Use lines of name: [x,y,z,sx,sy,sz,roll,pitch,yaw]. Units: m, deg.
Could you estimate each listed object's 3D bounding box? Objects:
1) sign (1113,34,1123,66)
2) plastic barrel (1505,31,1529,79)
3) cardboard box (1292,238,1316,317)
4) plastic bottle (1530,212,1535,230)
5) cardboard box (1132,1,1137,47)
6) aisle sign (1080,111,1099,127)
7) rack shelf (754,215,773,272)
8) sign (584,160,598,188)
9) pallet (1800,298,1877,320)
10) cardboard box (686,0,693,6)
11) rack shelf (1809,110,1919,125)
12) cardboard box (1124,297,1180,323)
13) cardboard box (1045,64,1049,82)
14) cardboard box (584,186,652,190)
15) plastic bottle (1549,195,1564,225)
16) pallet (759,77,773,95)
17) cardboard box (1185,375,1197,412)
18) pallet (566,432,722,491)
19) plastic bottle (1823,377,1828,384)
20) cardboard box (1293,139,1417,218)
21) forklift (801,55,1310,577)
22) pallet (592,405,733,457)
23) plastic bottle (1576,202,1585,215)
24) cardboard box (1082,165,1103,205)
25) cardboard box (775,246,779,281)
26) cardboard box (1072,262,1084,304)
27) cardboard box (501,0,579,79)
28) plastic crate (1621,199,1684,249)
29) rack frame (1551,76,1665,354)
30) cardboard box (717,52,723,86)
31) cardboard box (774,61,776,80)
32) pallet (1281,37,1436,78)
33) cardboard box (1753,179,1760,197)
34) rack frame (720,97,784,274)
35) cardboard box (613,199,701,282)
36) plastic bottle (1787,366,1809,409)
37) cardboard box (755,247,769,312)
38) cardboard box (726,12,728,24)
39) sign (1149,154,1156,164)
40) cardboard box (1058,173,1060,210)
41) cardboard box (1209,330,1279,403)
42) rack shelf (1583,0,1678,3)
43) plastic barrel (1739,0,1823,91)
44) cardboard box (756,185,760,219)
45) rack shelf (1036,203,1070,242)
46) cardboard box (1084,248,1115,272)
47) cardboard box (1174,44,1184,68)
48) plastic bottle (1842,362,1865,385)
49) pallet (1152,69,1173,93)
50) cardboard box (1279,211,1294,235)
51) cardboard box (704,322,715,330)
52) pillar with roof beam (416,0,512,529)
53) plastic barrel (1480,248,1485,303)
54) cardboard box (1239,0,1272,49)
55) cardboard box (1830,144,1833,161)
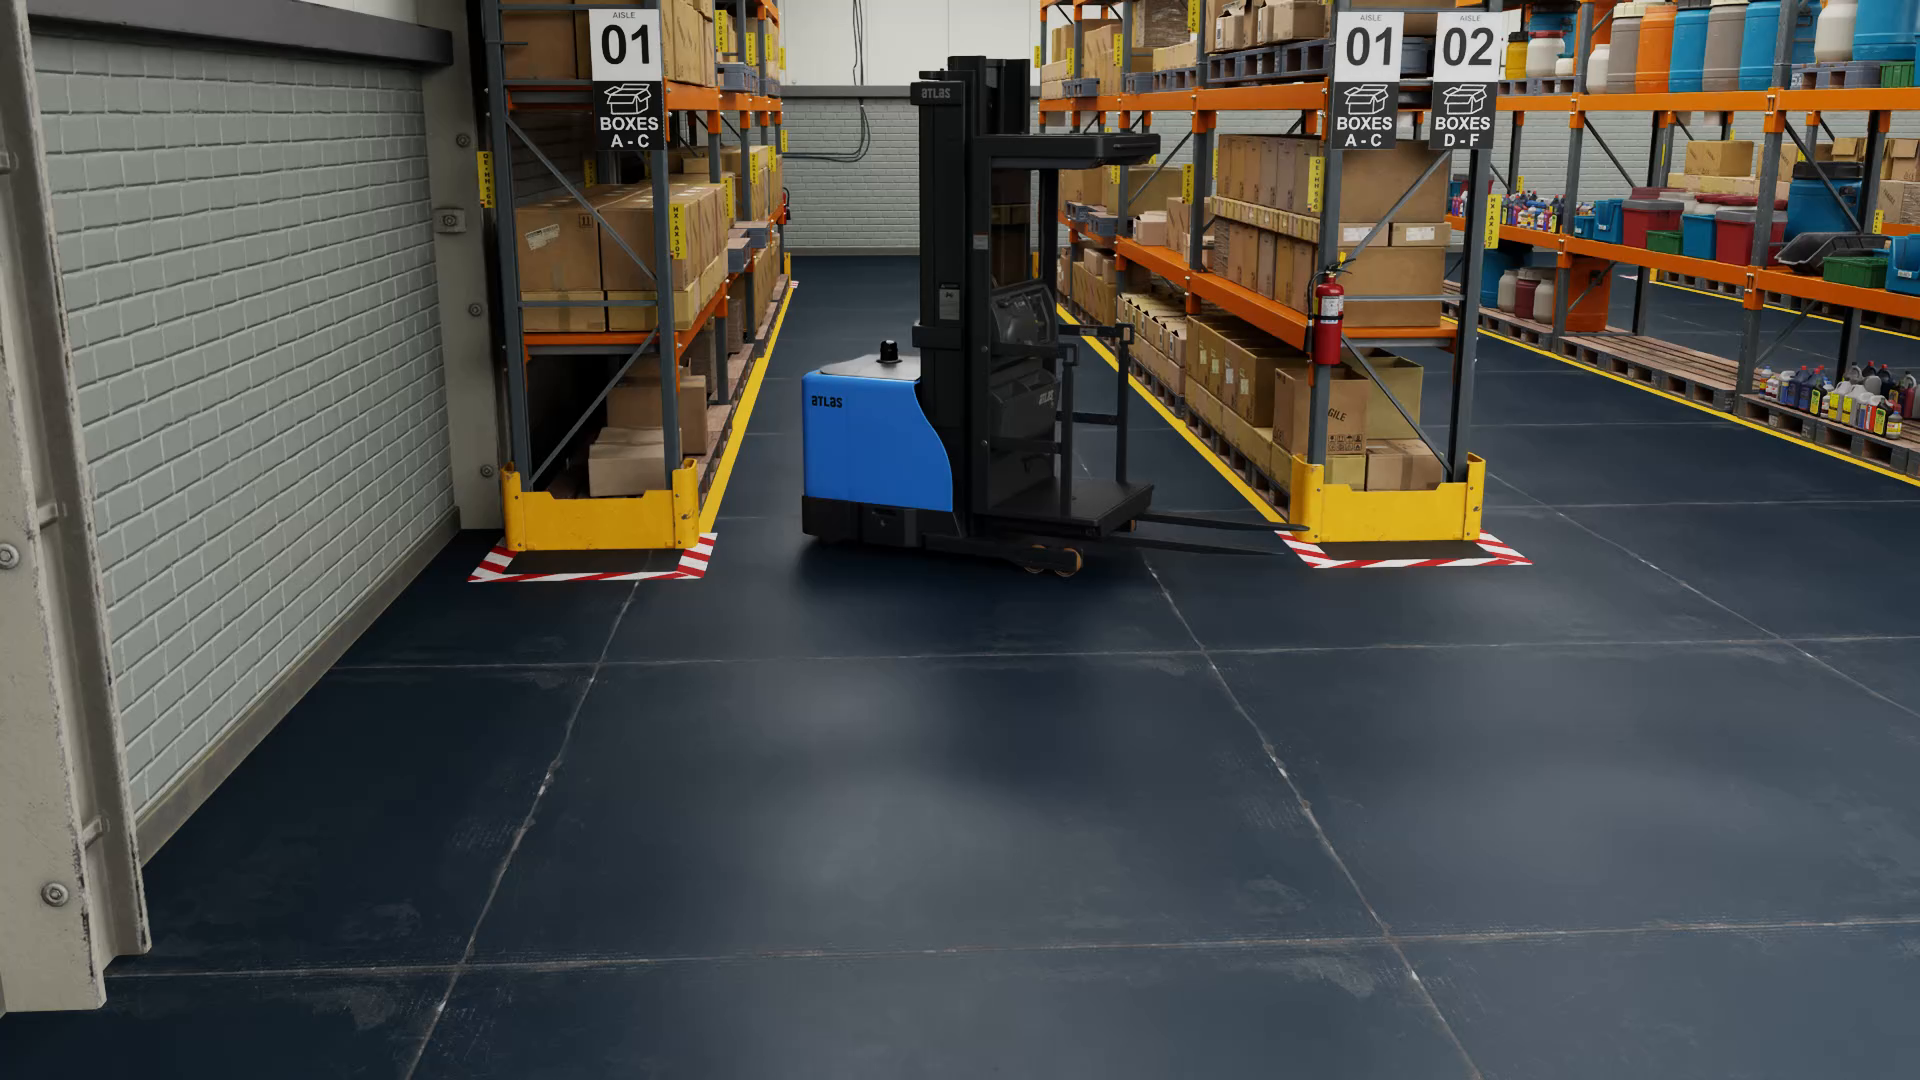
sign: [1.675,-5.177,17.571,0.100,0.325,0.005,-1,14,-3]
plastic barrel: [7.172,-6.076,20.881,0.600,0.588,0.600,0,14,0]
cardboard box: [2.659,-1.788,11.254,0.700,0.500,0.500,-1,14,-2]
plastic bottle: [6.689,-3.714,19.342,0.097,0.201,0.097,0,14,0]
cardboard box: [2.165,-5.703,18.444,0.500,0.500,0.500,-1,14,-3]
aisle sign: [2.023,-6.752,25.533,0.394,0.787,0.004,-1,14,-3]
rack shelf: [-2.851,-3.554,19.762,1.077,0.370,4.000,-1,14,-3]
sign: [-3.033,-2.961,13.692,0.100,0.325,0.005,-1,14,-3]
pallet: [11.980,-3.088,22.103,1.003,0.211,1.213,-1,14,-3]
cardboard box: [-2.036,-3.763,10.863,0.500,0.500,0.500,0,14,-2]
rack shelf: [11.980,-5.236,20.280,1.077,0.370,4.000,-1,14,-3]
cardboard box: [1.997,-2.360,17.229,0.500,0.311,0.500,-1,14,-5]
cardboard box: [1.517,-6.838,24.360,0.500,0.250,0.500,-1,14,-3]
cardboard box: [-2.630,-2.461,12.829,0.500,0.500,0.500,-1,14,-4]
plastic bottle: [7.221,-3.995,20.134,0.144,0.351,0.185,-1,14,-3]
pallet: [-3.015,-6.013,22.034,1.003,0.211,1.213,-1,14,-3]
cardboard box: [2.191,-1.239,13.998,0.500,0.250,0.500,-1,14,-3]
pallet: [-2.324,-0.589,12.391,1.003,0.211,1.213,-1,14,-3]
plastic bottle: [7.174,-1.213,13.814,0.097,0.271,0.097,0,14,0]
cardboard box: [2.655,-2.429,11.144,0.700,0.500,0.500,-1,14,-5]
forklift: [0.573,-1.355,9.912,3.031,2.935,1.130,6,16,23]
pallet: [-2.402,-0.893,13.573,1.003,0.211,1.213,-1,14,-3]
plastic bottle: [7.431,-3.902,19.906,0.061,0.283,0.133,-1,14,-3]
cardboard box: [1.881,-4.437,20.710,0.700,0.500,0.500,1,14,5]
cardboard box: [-3.048,-4.090,24.577,0.700,0.500,0.500,-1,14,-4]
cardboard box: [1.756,-3.355,21.681,0.500,0.500,0.500,-2,15,-6]
cardboard box: [-2.510,-3.026,10.006,0.500,0.500,0.500,0,14,1]
plastic crate: [6.956,-3.182,16.745,0.402,0.464,0.583,-1,14,-3]
rack frame: [7.161,-3.558,18.334,1.000,3.000,0.127,-1,14,-3]
cardboard box: [-2.739,-4.593,16.092,0.797,0.503,0.637,1,14,4]
cardboard box: [-2.842,-6.589,23.354,0.500,0.250,0.500,-1,14,-5]
pallet: [2.695,-3.079,10.630,1.003,0.211,1.213,-1,14,-3]
cardboard box: [11.533,-4.935,23.390,0.500,0.250,0.500,0,14,-2]
rack frame: [-3.223,-5.394,25.472,1.000,3.000,0.127,-1,14,-3]
cardboard box: [-1.982,-1.962,10.887,0.500,0.500,0.500,-1,14,-3]
plastic bottle: [7.045,-1.286,13.938,0.144,0.351,0.185,0,14,-2]
cardboard box: [-2.747,-3.181,20.342,0.750,0.750,0.750,0,14,-2]
cardboard box: [-3.002,-6.119,19.680,0.500,0.250,0.500,-1,14,-5]
sign: [2.523,-5.047,21.799,0.100,0.325,0.005,-1,14,-3]
cardboard box: [1.615,-4.902,23.357,0.500,0.500,0.500,-1,14,-2]
cardboard box: [2.243,-1.353,12.937,0.500,0.500,0.500,-1,14,-3]
rack shelf: [7.285,-5.424,15.793,1.077,0.370,4.000,-1,14,-3]
plastic barrel: [7.161,-4.381,14.510,0.600,0.901,0.708,-1,14,-3]
cardboard box: [-2.525,-3.862,18.679,0.500,0.500,0.500,0,14,-2]
rack shelf: [1.845,-4.626,23.929,1.077,0.370,4.000,-1,14,-3]
cardboard box: [1.818,-3.470,20.621,0.500,0.250,0.500,-1,14,-3]
cardboard box: [2.376,-4.681,16.138,0.500,0.250,0.500,-1,14,-5]
plastic bottle: [7.592,-1.335,14.129,0.144,0.351,0.185,-1,14,-3]
pallet: [2.420,-4.398,15.959,1.003,0.211,1.213,0,14,-1]
cardboard box: [2.435,-2.204,11.569,0.380,0.149,0.250,0,14,-2]
cardboard box: [-2.624,-1.723,15.337,0.700,0.500,0.500,-1,14,-5]
pillar with roof beam: [1.159,-4.548,10.142,9.100,9.000,0.400,-1,14,-3]
plastic barrel: [6.930,-3.604,21.882,0.600,0.901,0.708,-1,14,-3]
cardboard box: [2.441,-3.850,12.118,0.797,0.503,0.637,1,14,3]
cardboard box: [12.082,-5.187,22.864,0.500,0.500,0.500,-1,14,-3]
